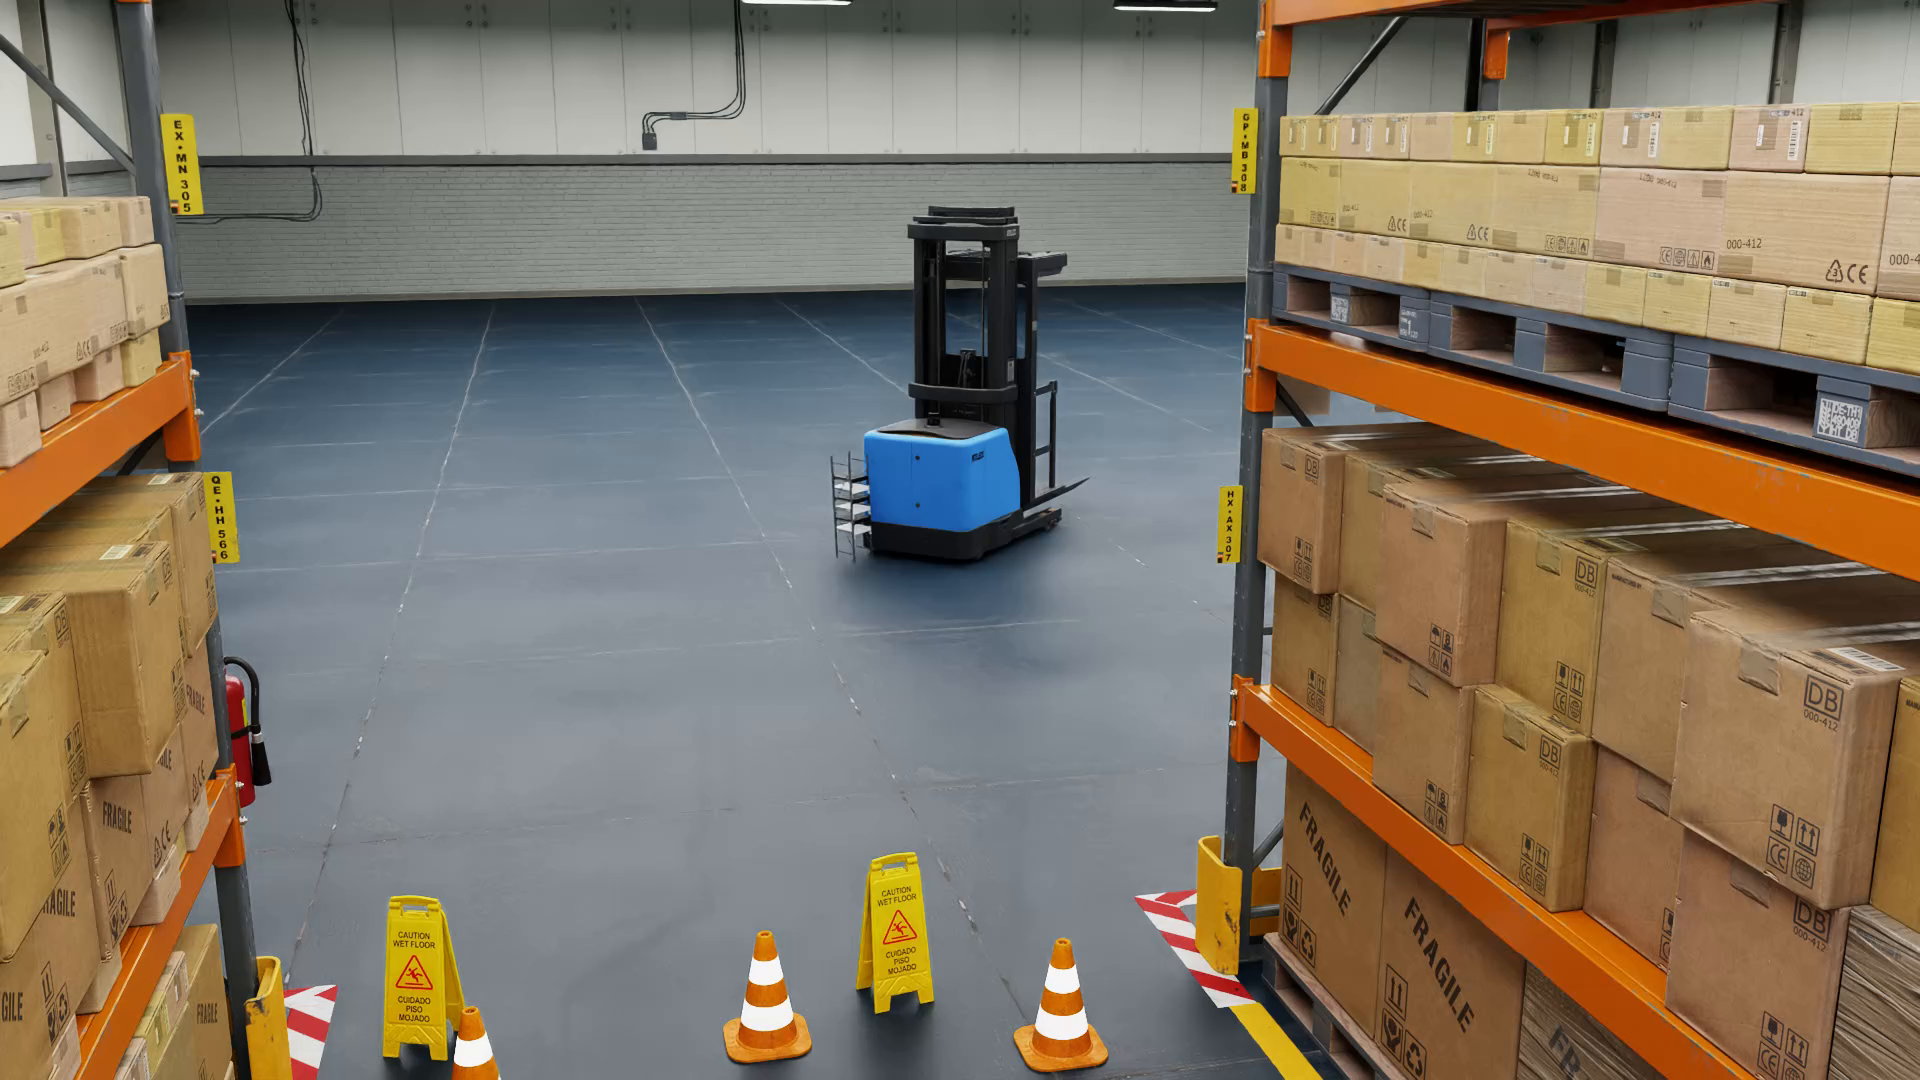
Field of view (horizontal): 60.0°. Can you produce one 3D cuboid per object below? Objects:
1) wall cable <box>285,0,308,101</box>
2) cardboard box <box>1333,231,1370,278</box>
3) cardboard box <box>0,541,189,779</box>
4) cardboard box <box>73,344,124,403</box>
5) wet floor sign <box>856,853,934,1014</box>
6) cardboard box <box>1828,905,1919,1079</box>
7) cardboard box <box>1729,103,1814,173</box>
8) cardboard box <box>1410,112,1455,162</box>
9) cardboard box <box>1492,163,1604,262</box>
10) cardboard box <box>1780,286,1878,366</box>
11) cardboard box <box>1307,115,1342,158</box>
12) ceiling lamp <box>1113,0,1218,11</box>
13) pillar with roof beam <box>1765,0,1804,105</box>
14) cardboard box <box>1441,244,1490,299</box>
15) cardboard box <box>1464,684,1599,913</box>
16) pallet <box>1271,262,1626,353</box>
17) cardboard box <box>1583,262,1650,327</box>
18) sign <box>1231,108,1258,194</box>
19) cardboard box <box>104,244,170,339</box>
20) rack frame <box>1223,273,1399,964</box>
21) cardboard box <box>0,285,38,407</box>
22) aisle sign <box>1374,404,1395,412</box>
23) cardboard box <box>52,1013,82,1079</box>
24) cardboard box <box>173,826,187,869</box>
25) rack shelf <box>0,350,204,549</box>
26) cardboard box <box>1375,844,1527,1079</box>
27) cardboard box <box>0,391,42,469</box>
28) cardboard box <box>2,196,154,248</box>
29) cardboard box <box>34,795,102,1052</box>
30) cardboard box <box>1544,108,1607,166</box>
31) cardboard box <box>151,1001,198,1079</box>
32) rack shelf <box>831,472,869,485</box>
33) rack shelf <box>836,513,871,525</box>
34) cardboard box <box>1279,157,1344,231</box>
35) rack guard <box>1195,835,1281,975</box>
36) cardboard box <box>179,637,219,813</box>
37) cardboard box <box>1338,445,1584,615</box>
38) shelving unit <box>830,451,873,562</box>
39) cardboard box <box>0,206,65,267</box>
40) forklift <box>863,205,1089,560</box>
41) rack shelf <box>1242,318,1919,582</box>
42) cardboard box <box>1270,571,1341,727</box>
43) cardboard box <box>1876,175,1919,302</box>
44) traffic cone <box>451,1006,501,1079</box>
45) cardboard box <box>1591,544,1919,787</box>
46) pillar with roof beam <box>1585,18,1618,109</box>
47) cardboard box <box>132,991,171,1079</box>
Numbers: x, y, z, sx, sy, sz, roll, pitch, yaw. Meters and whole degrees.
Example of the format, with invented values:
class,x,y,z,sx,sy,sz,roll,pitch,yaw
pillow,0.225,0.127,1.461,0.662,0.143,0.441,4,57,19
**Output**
class,x,y,z,sx,sy,sz,roll,pitch,yaw
wall cable,-12.491,-10.531,34.970,3.097,2.526,0.112,-3,14,-13
cardboard box,1.544,-1.008,5.847,0.380,0.149,0.250,-3,14,-13
cardboard box,-2.468,0.321,4.348,0.700,0.500,0.500,-3,14,-14
cardboard box,-2.656,-0.484,4.798,0.380,0.149,0.250,-3,14,-11
wet floor sign,-0.275,1.613,6.964,0.267,0.644,0.232,-6,15,-23
cardboard box,2.497,1.131,3.659,0.875,0.550,0.550,-3,14,-13
cardboard box,2.024,-0.927,3.834,0.380,0.149,0.250,-3,14,-12
cardboard box,1.663,-1.280,5.278,0.380,0.149,0.250,-4,14,-14
cardboard box,1.877,-0.941,4.730,0.500,0.250,0.500,-3,14,-13
cardboard box,2.078,-0.483,3.696,0.380,0.149,0.250,-3,14,-12
cardboard box,1.483,-1.456,6.002,0.380,0.149,0.250,-3,14,-13
ceiling lamp,3.856,-11.696,31.539,2.000,3.185,0.800,-3,14,-13
pillar with roof beam,12.130,-8.813,32.039,9.100,9.000,0.548,-3,14,-13
cardboard box,1.721,-0.834,5.132,0.380,0.149,0.250,-3,14,-14
cardboard box,2.112,0.758,5.188,0.875,0.550,0.500,-3,14,-13
pallet,1.841,-0.878,6.065,1.003,0.211,1.213,-3,14,-13
cardboard box,1.898,-0.659,4.417,0.380,0.149,0.250,-3,14,-14
sign,1.115,-1.525,6.519,0.100,0.325,0.005,-3,14,-13
cardboard box,-2.750,-0.761,5.089,0.500,0.250,0.500,-3,14,-14
rack frame,1.656,0.366,7.109,1.000,3.000,0.127,-3,14,-13
cardboard box,-2.385,-0.409,3.648,0.500,0.250,0.500,-3,14,-13
aisle sign,1.931,-0.930,6.936,0.394,0.787,0.004,-3,14,-13
cardboard box,-2.332,1.267,3.949,0.380,0.149,0.250,-3,14,-13
cardboard box,-2.629,0.974,5.149,0.380,0.149,0.250,-4,14,-14
rack shelf,-2.662,0.019,3.725,1.077,0.370,4.000,-3,14,-13
cardboard box,2.088,1.550,5.855,0.875,0.875,0.875,-4,14,-14
cardboard box,-2.372,-0.251,3.845,0.380,0.149,0.250,-3,14,-14
cardboard box,-2.765,-0.996,5.211,0.380,0.149,0.250,-3,14,-13
cardboard box,-2.408,0.931,3.957,0.500,0.500,0.500,-3,14,-13
cardboard box,1.843,-1.103,4.556,0.380,0.149,0.250,-3,14,-12
cardboard box,-2.564,1.723,4.882,0.500,0.500,0.500,-3,14,-11
rack shelf,-0.931,-0.514,14.117,0.258,0.077,0.200,13,21,42
rack shelf,-0.919,-0.167,14.215,0.258,0.077,0.200,13,21,42
cardboard box,1.520,-1.290,6.159,0.500,0.250,0.500,-3,14,-13
rack guard,1.651,1.575,7.428,1.175,0.500,0.348,-3,14,-13
cardboard box,-2.736,0.582,5.387,0.500,0.500,0.500,-4,14,-14
cardboard box,1.925,-0.022,6.105,0.875,0.550,0.550,-3,14,-13
shelving unit,-0.923,-0.286,14.181,0.258,0.900,0.210,13,21,42
cardboard box,-2.655,-0.815,4.471,0.380,0.149,0.250,-3,14,-13
forklift,0.291,-1.556,15.120,1.130,2.935,3.031,7,15,27
rack shelf,2.126,-0.280,4.950,1.077,0.370,4.000,-3,14,-13
cardboard box,1.787,0.376,6.751,0.875,0.550,0.550,-3,14,-13
cardboard box,2.230,-0.592,3.303,0.500,0.250,0.500,-3,14,-14
traffic cone,-1.777,1.925,6.073,0.336,0.463,0.334,-3,14,-13
cardboard box,2.307,0.352,4.576,0.875,0.550,0.550,-3,14,-13
pillar with roof beam,10.721,-10.197,37.705,9.100,9.000,0.548,-3,14,-13
cardboard box,-2.483,1.427,4.728,0.380,0.149,0.250,-3,14,-12
